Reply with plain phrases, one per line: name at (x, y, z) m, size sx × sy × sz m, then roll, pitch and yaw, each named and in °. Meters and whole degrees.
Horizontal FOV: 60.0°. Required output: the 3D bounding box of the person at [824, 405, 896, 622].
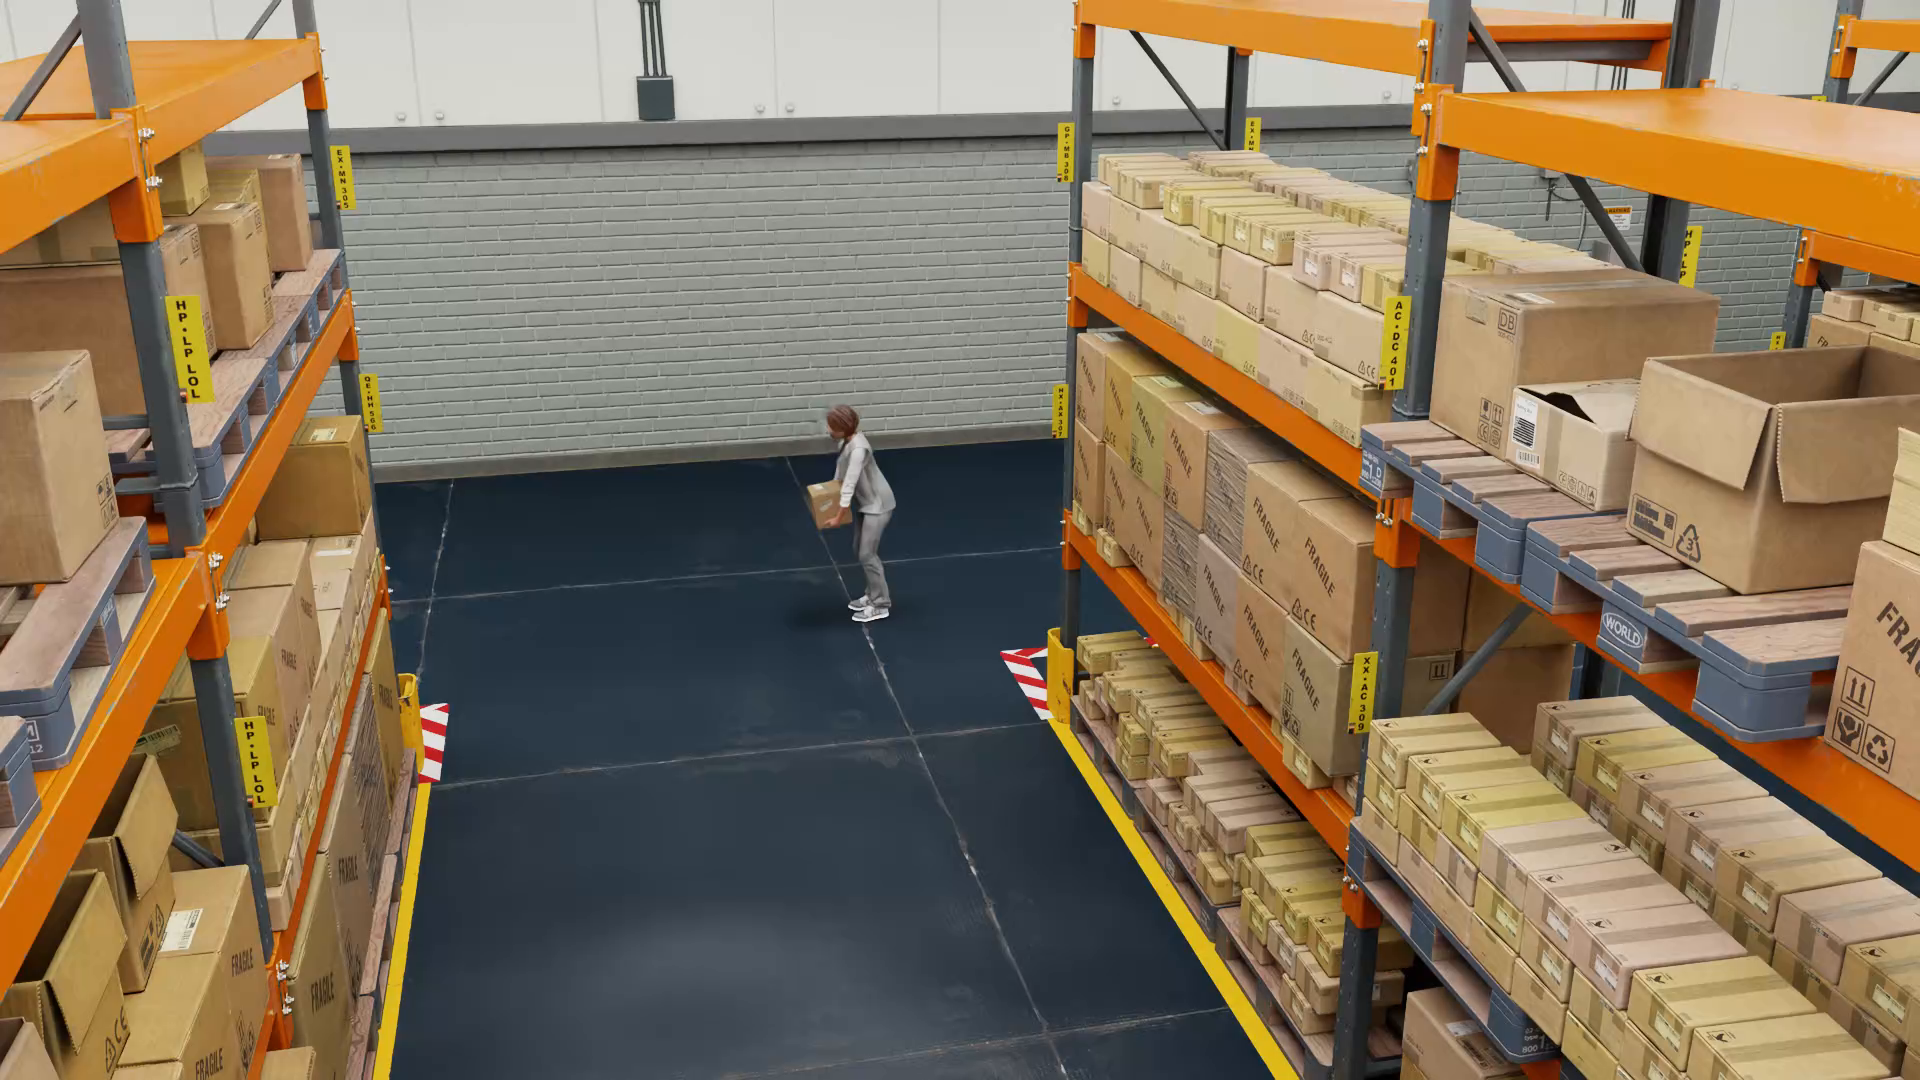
person at (-0.718, -0.194, 11.688) m, size 0.533 × 1.560 × 0.371 m, roll -5°, pitch 21°, yaw -13°
